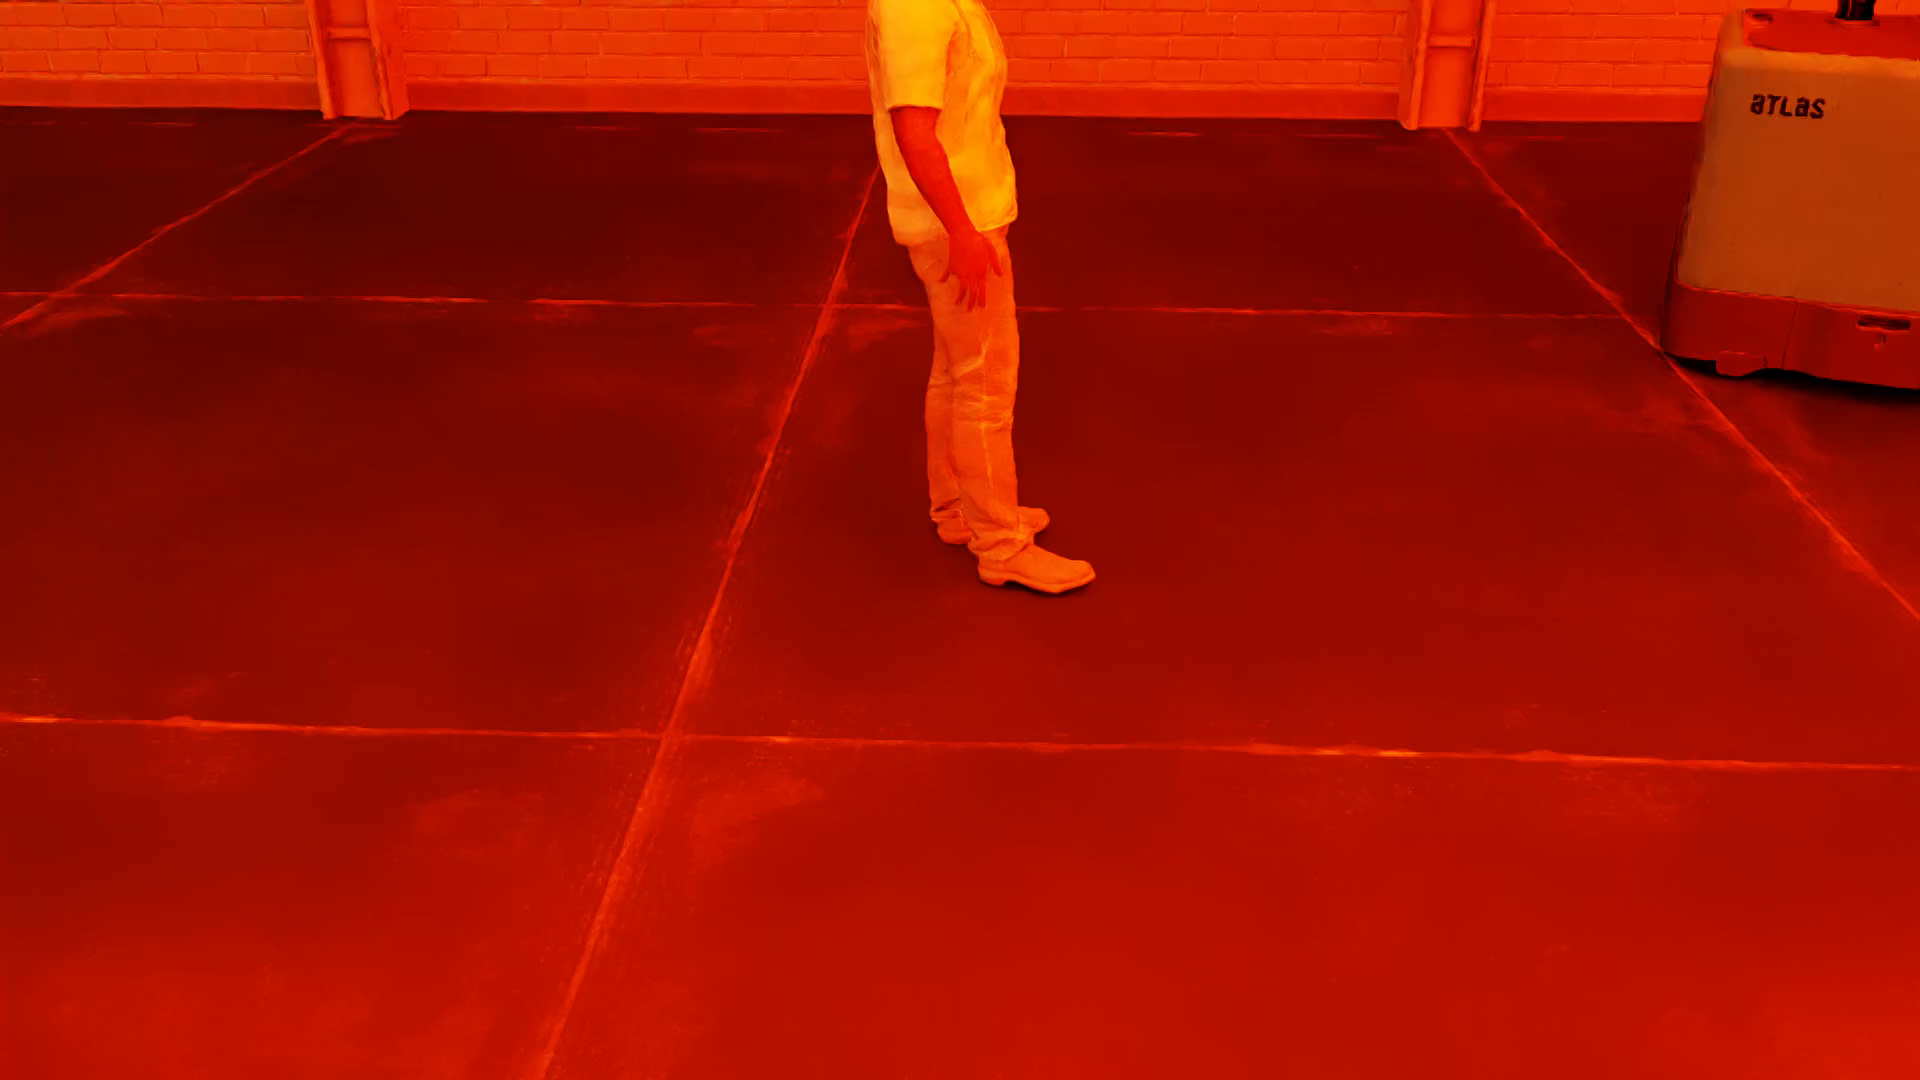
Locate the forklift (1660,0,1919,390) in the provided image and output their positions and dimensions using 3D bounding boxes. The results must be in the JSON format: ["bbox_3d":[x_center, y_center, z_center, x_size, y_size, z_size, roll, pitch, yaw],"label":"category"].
[{"bbox_3d":[3.967,-1.835,4.929,3.031,2.935,1.130,10,28,20],"label":"forklift"}]

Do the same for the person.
[{"bbox_3d":[0.069,-0.792,4.121,0.576,1.760,0.665,1,26,2],"label":"person"}]
